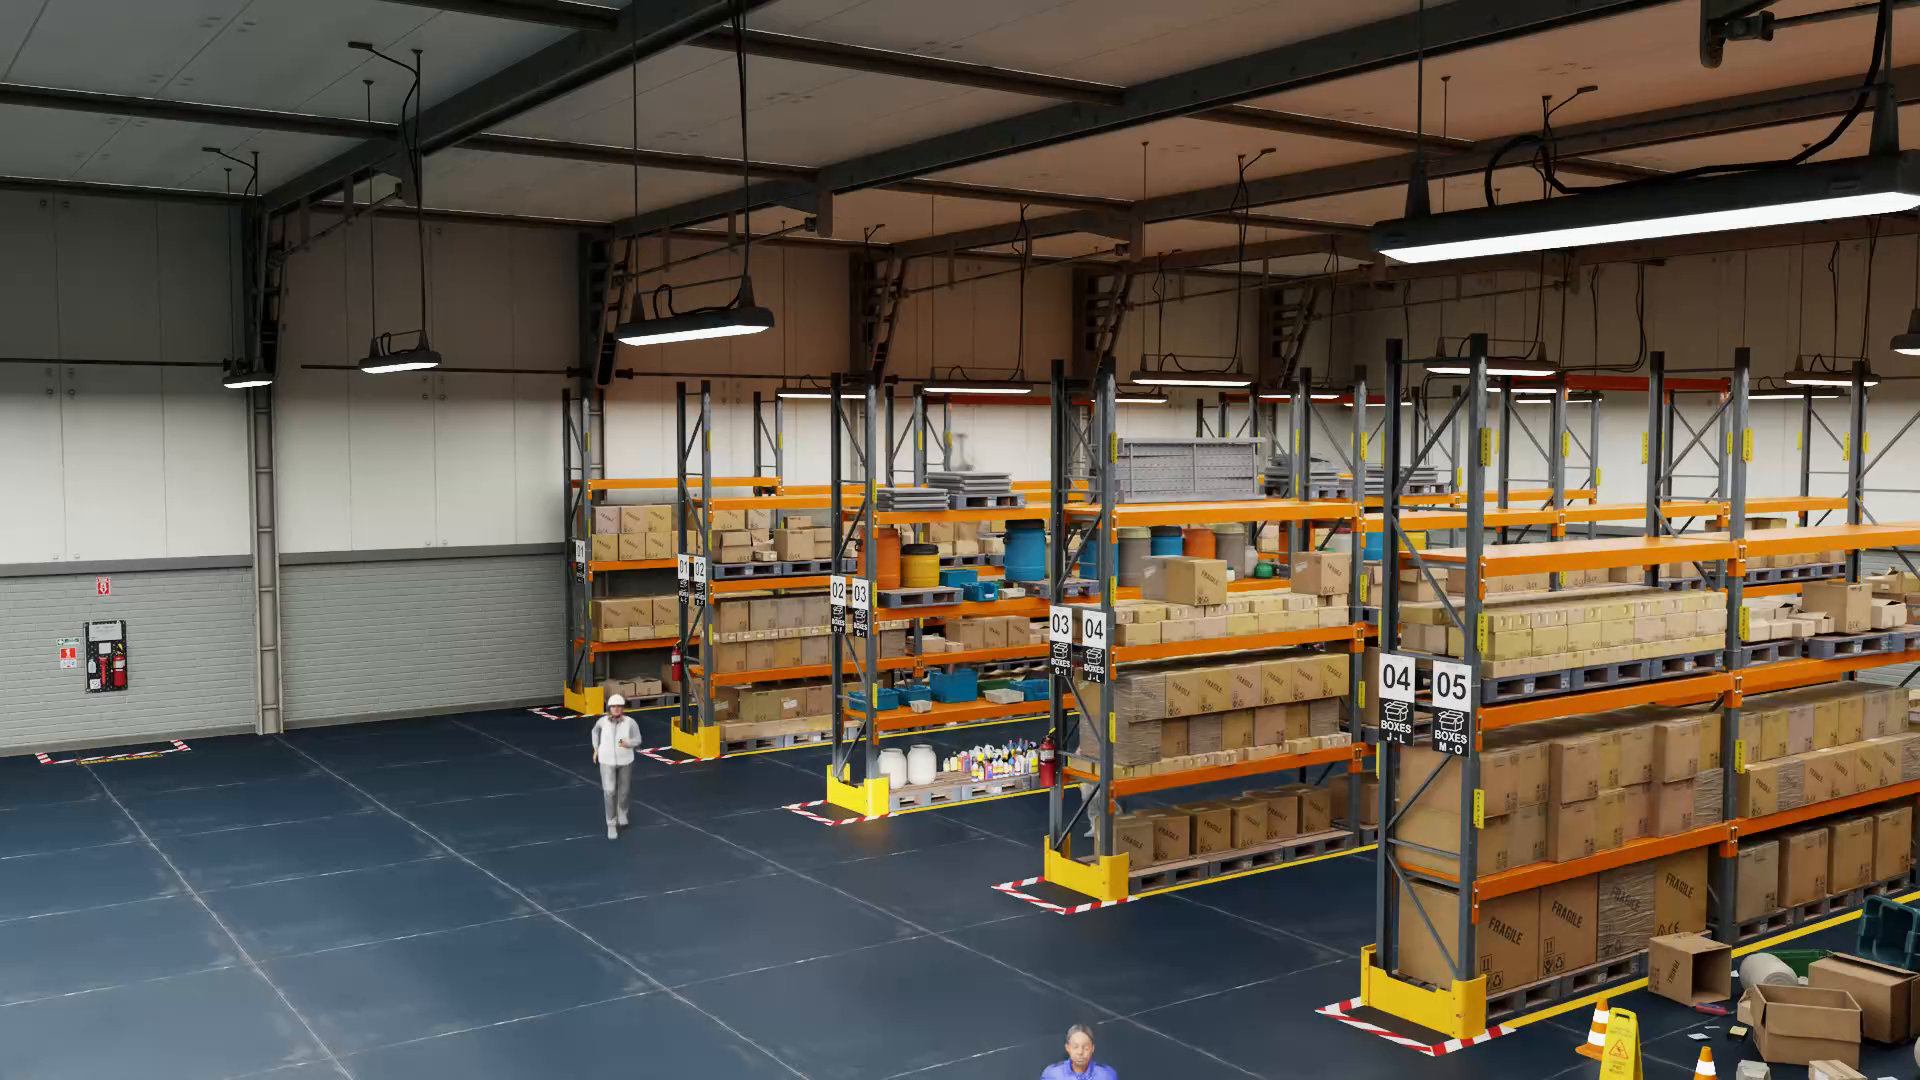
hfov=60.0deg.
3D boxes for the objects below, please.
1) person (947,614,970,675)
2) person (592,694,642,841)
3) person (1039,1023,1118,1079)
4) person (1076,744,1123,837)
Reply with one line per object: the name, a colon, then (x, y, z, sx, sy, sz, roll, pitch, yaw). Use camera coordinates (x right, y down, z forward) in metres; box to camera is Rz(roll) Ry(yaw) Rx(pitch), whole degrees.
person: (0.019, 2.247, 32.065, 0.969, 1.655, 0.574, -3, 5, -43)
person: (-4.425, 2.890, 21.464, 0.627, 1.824, 0.869, -1, 4, -12)
person: (0.711, 3.708, 10.064, 0.599, 1.623, 0.587, 0, 4, 5)
person: (1.785, 2.919, 21.378, 0.595, 1.745, 0.687, -4, 5, -44)
